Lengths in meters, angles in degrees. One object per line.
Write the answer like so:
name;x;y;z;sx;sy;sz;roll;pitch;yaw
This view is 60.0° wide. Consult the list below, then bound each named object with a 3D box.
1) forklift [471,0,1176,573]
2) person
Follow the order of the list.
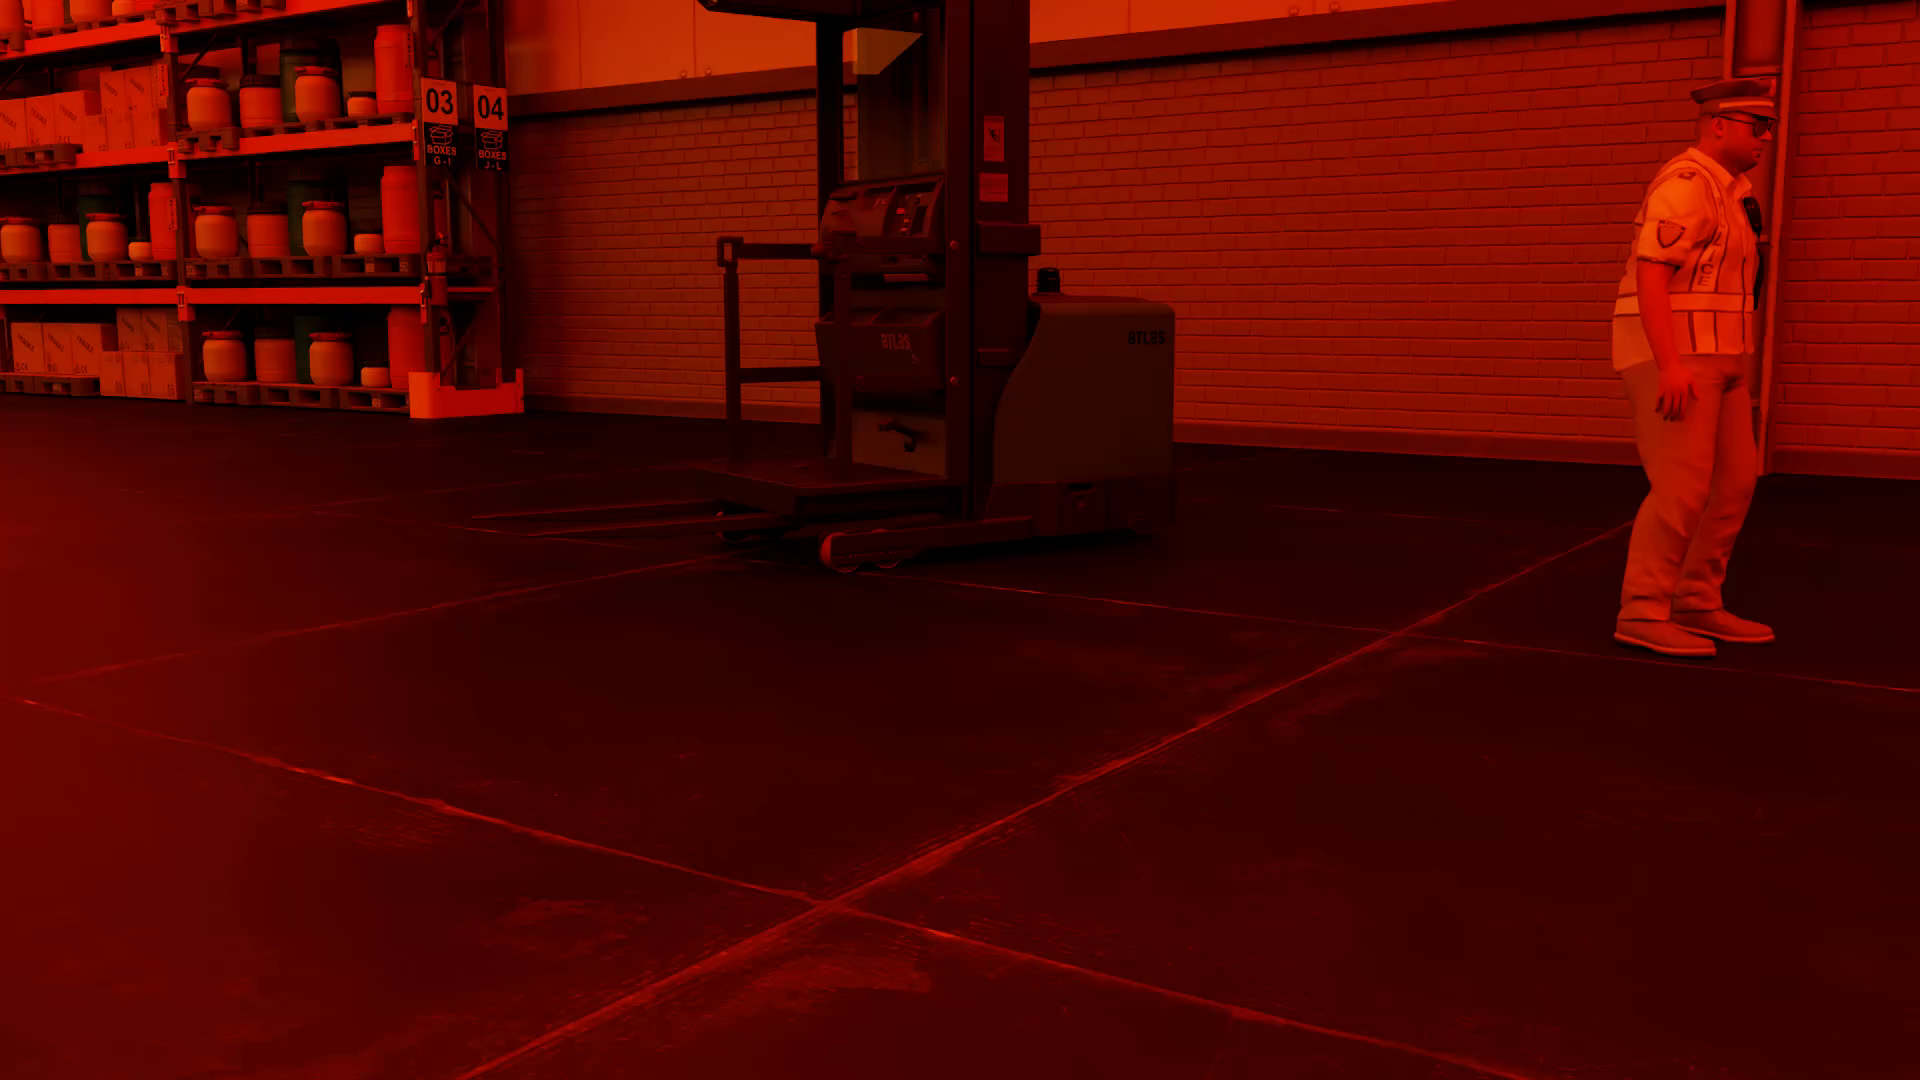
forklift;-0.518;-1.402;7.055;3.031;2.935;1.130;-5;10;-33
person;2.298;-0.536;5.198;0.589;1.750;0.454;-8;11;-44
